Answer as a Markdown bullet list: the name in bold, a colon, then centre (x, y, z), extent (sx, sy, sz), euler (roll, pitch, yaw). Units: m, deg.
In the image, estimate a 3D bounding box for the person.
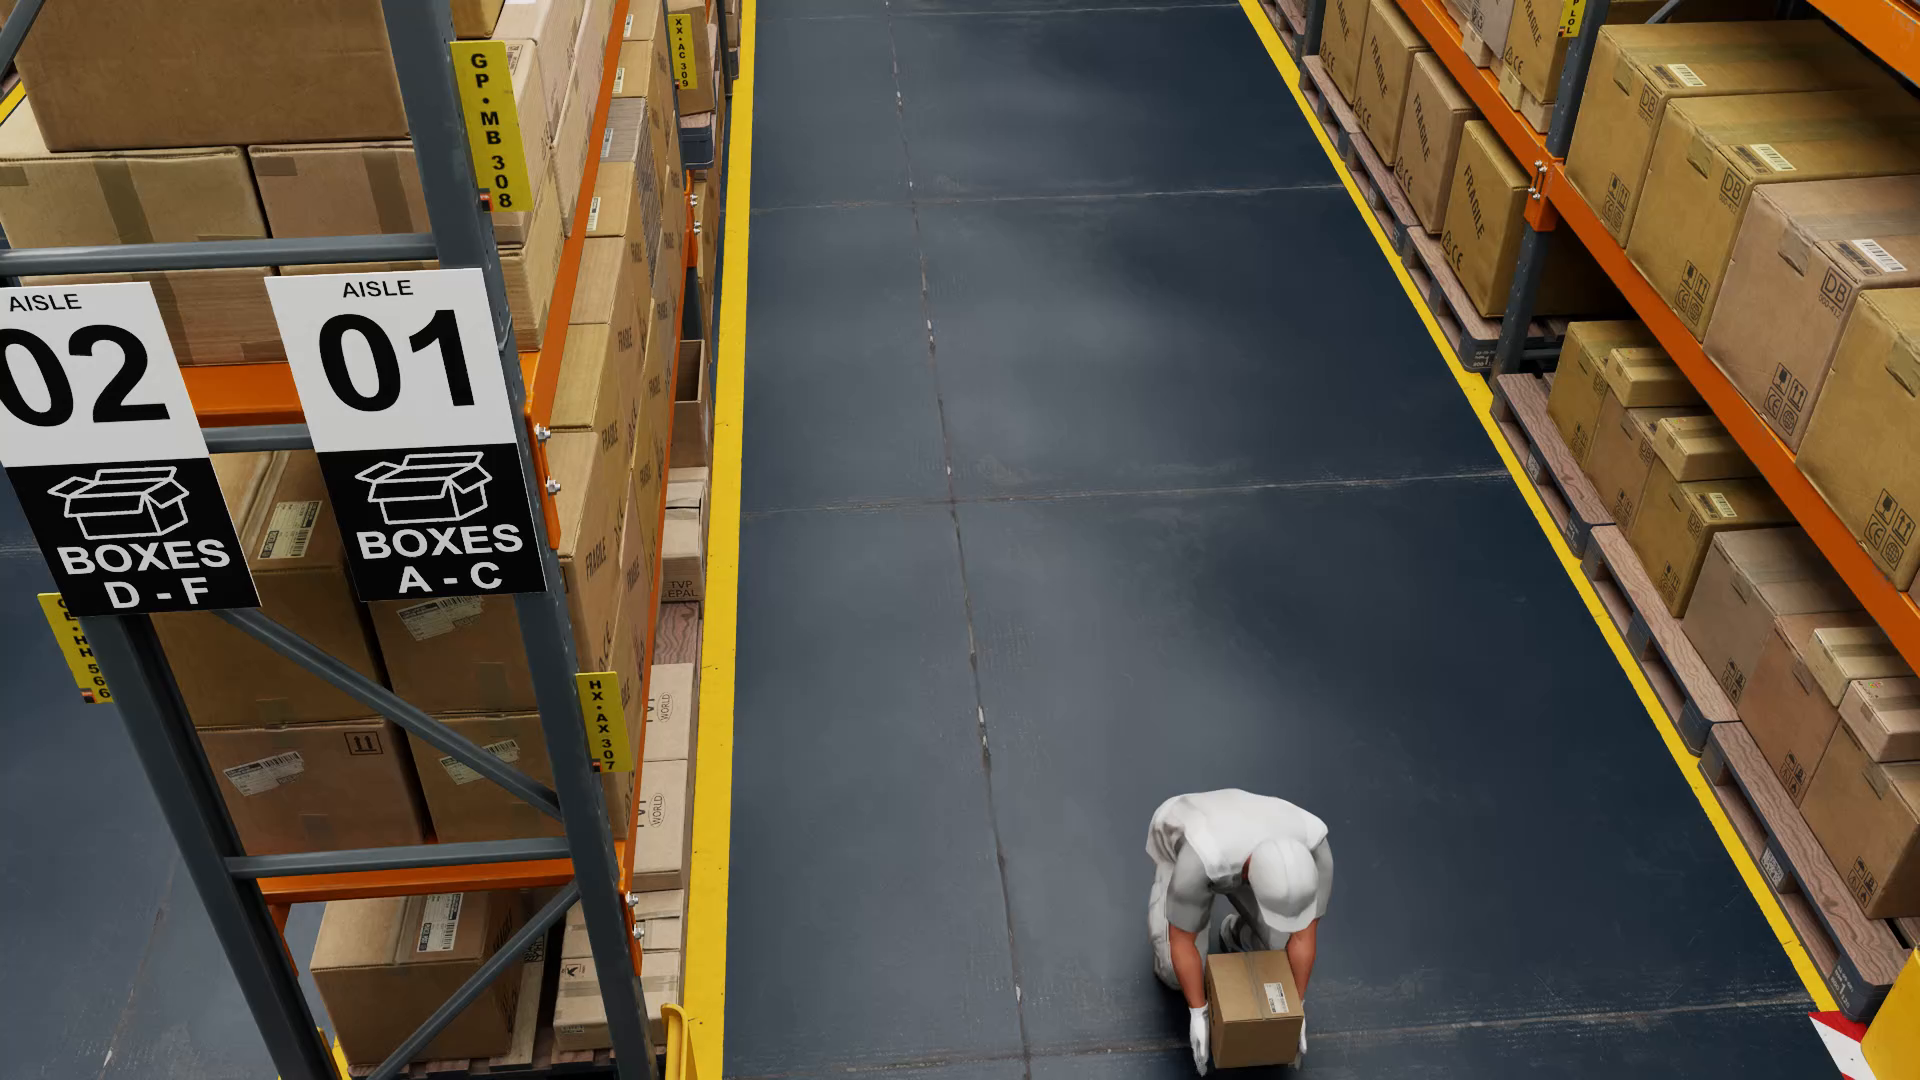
- **person**: centre (0.891, 1.141, 5.355), extent (0.554, 0.996, 0.863), euler (-3, 39, -4)
